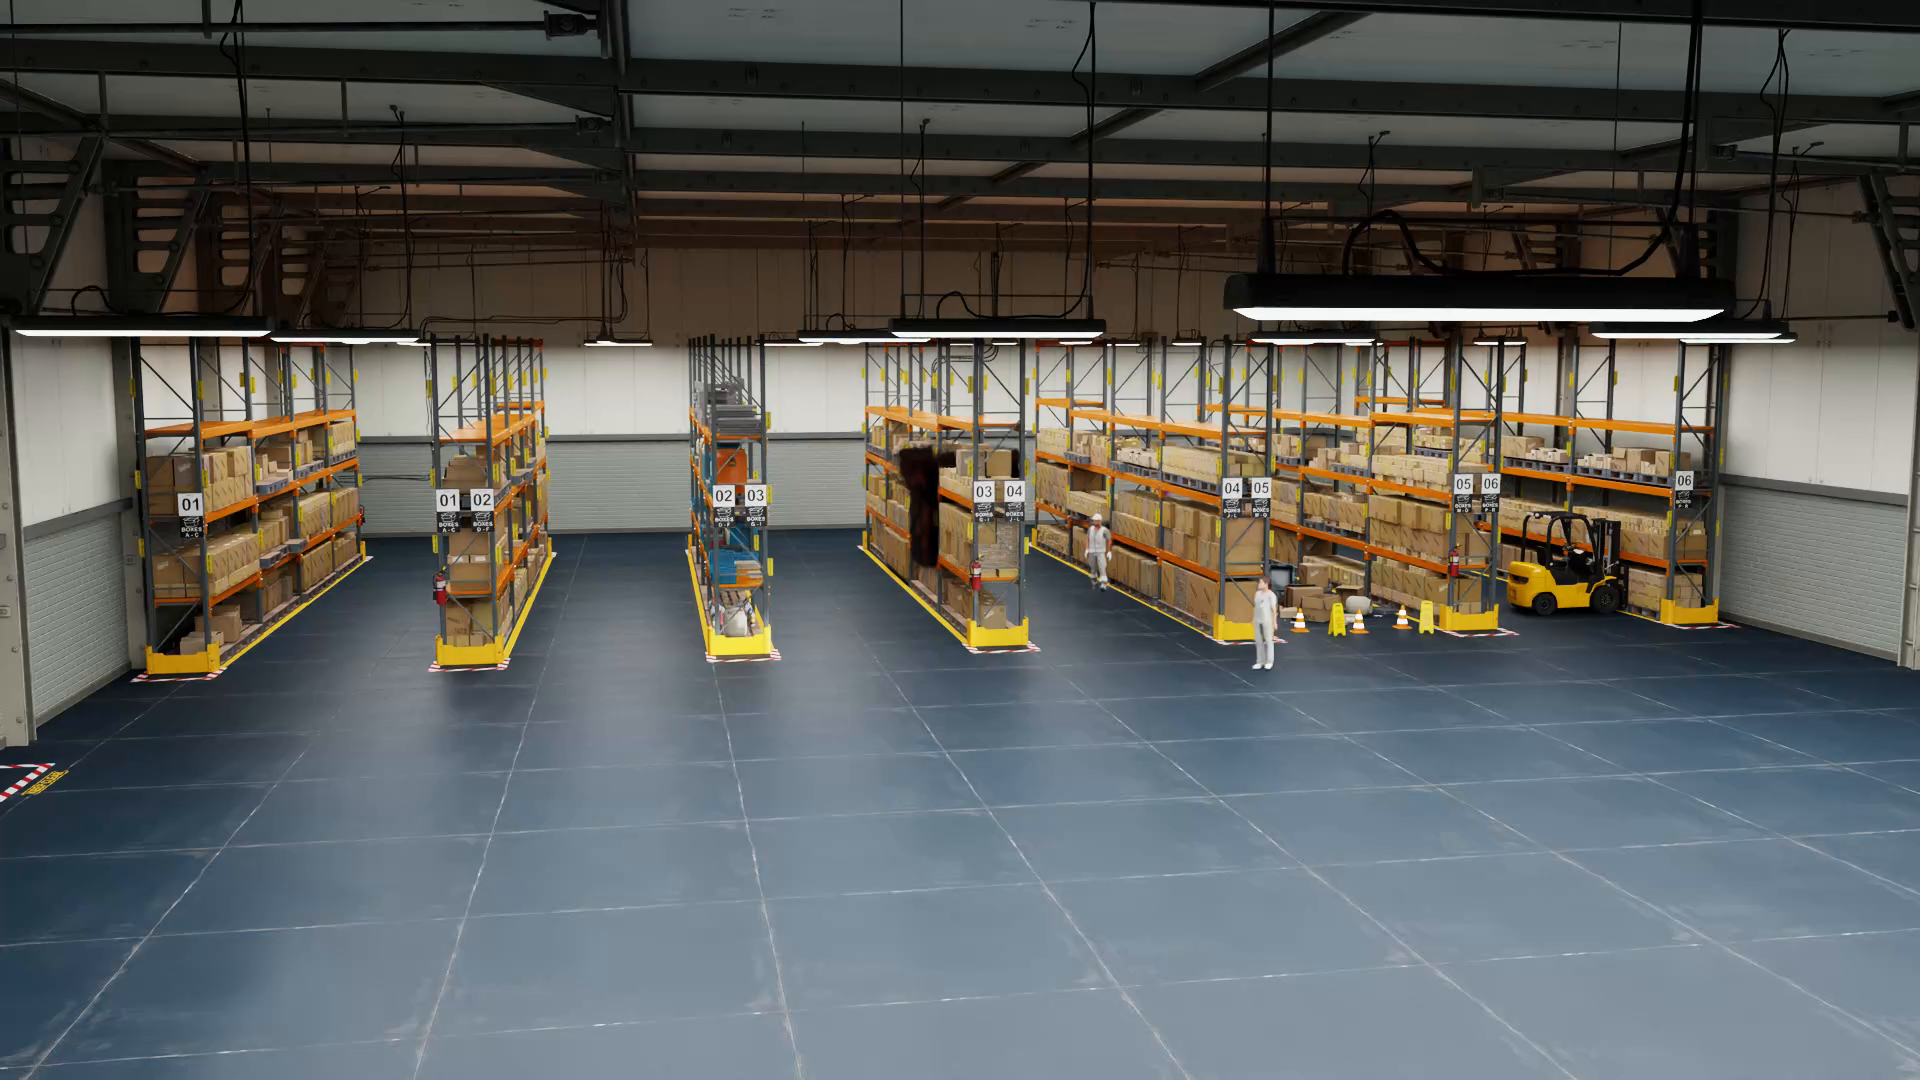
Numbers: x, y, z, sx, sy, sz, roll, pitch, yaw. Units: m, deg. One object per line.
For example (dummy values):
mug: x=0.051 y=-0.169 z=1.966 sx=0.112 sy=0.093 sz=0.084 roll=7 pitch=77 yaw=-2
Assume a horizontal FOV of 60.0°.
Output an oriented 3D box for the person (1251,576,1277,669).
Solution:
person: x=5.473 y=1.488 z=29.845 sx=0.548 sy=1.707 sz=0.376 roll=6 pitch=9 yaw=43

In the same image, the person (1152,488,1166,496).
person: x=6.214 y=-1.086 z=51.716 sx=0.557 sy=1.747 sz=0.555 roll=-3 pitch=7 yaw=-26

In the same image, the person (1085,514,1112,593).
person: x=3.102 y=0.300 z=37.275 sx=0.596 sy=1.763 sz=1.050 roll=2 pitch=7 yaw=15
